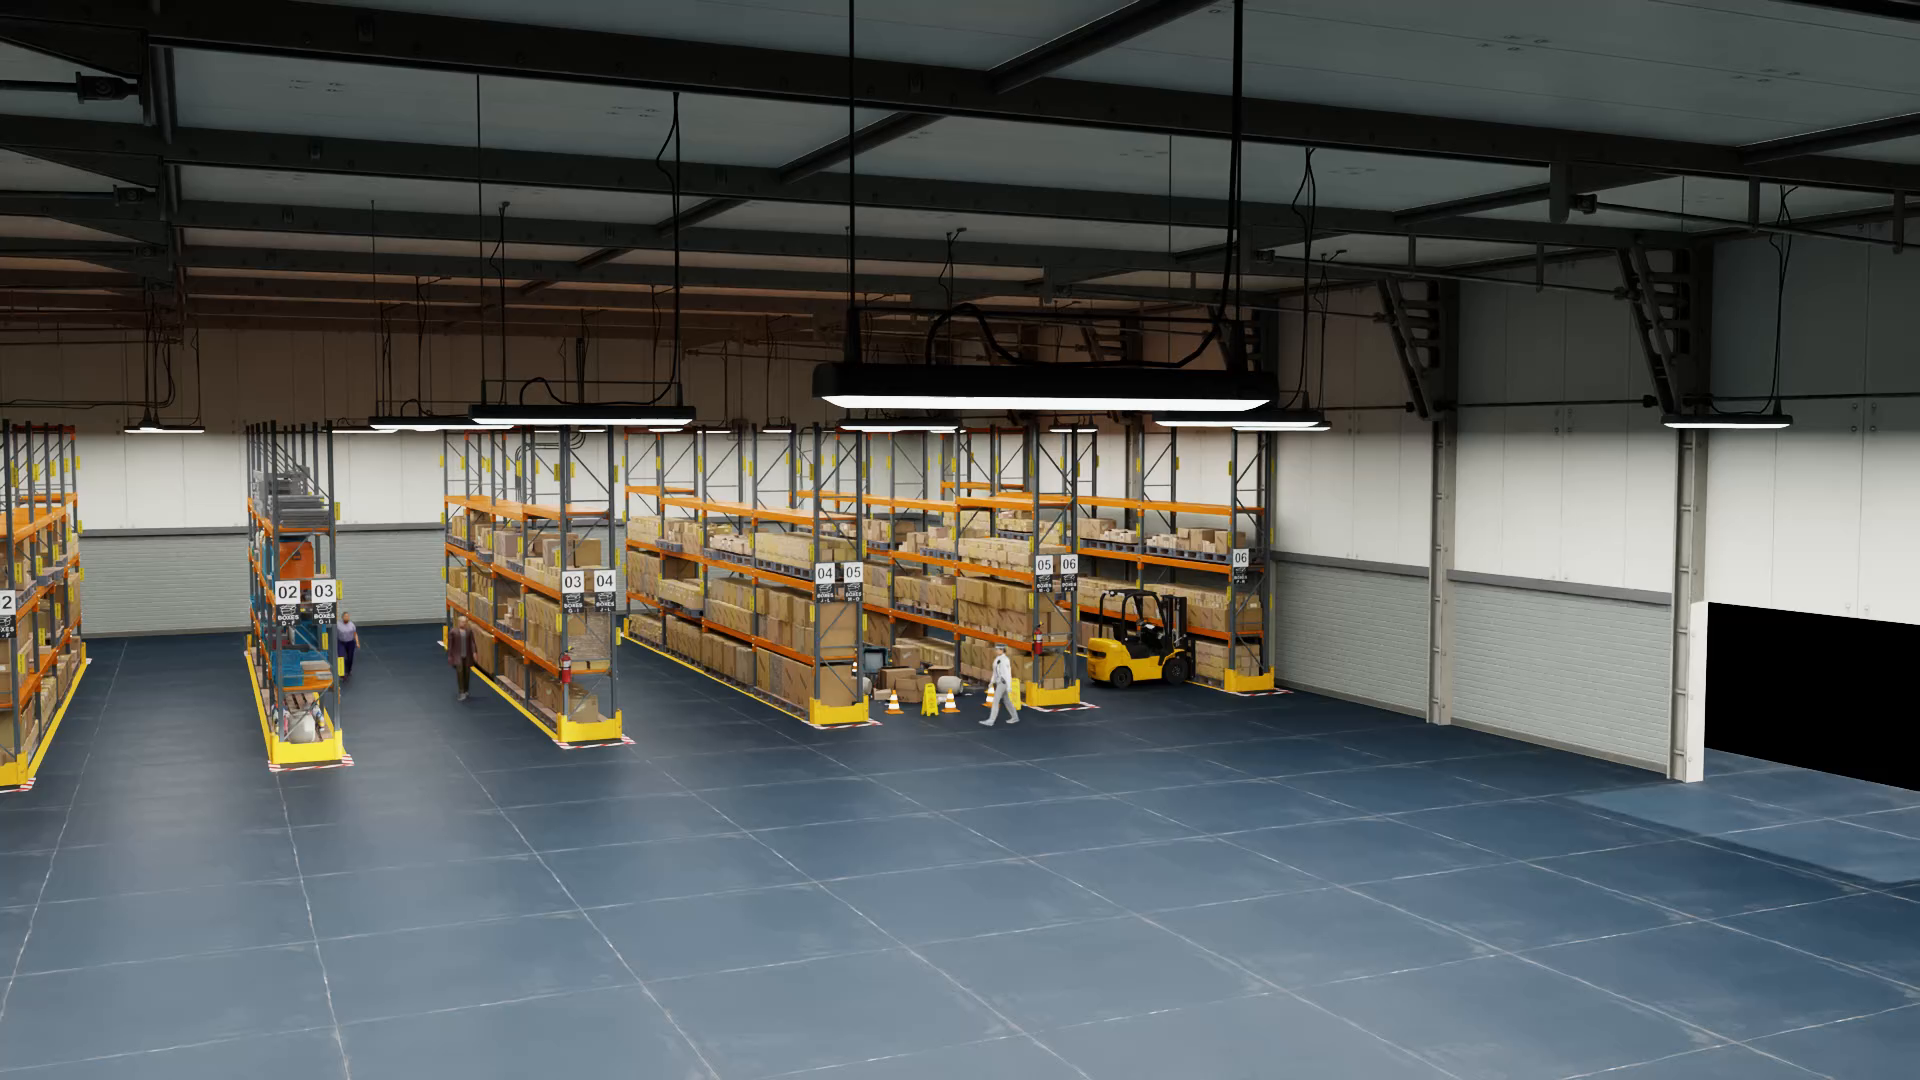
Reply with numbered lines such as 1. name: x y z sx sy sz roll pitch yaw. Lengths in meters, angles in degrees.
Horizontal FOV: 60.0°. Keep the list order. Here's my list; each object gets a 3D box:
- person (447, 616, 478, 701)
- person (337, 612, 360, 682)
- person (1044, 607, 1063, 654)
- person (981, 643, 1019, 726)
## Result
1. person: -10.835 2.583 36.324 0.619 1.793 0.800 -2 4 -35
2. person: -14.396 2.474 39.002 0.571 1.588 1.034 -2 4 -28
3. person: 2.254 2.386 40.018 0.639 1.684 0.789 -2 4 -24
4. person: 0.785 2.844 32.868 0.866 1.632 0.444 -1 4 -14
